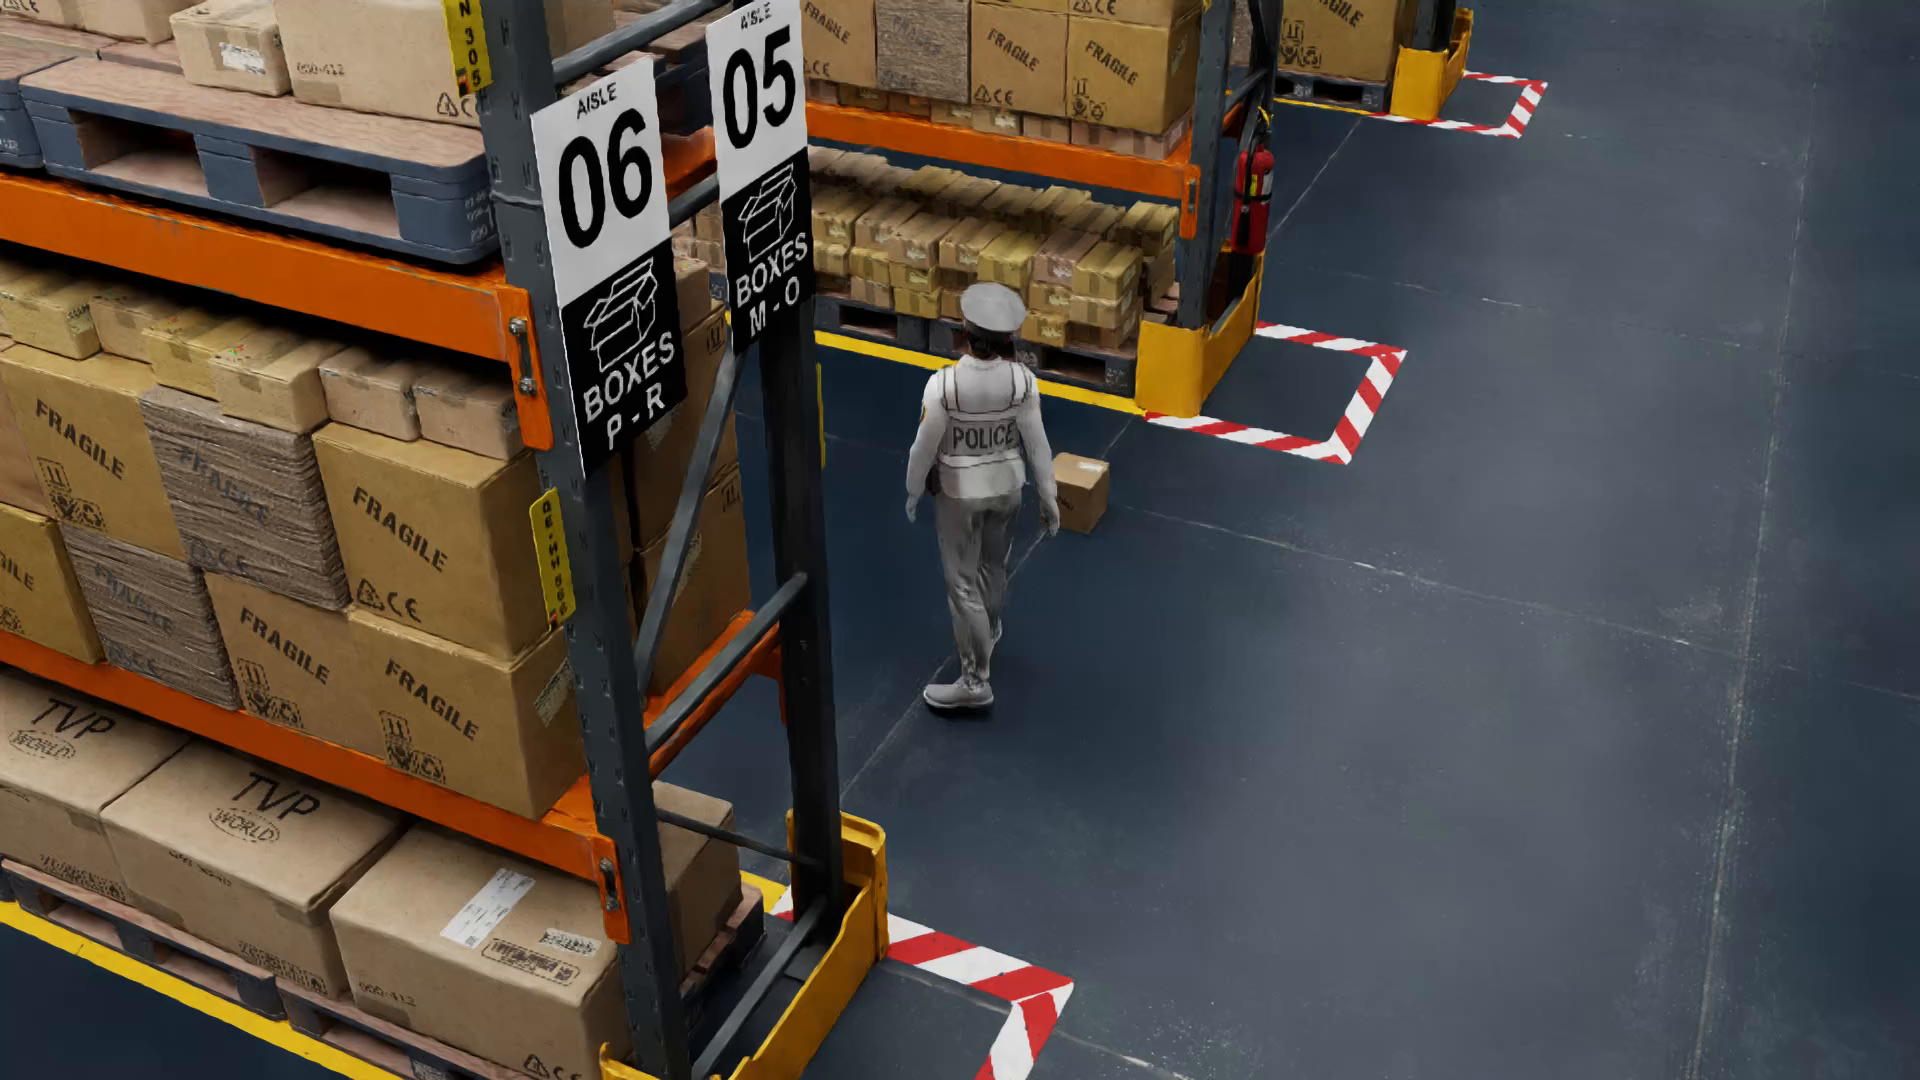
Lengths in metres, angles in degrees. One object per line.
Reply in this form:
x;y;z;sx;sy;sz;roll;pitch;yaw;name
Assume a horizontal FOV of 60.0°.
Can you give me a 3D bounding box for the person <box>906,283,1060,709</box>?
0.079;-0.162;6.374;0.574;1.673;0.623;-11;35;-16;person
